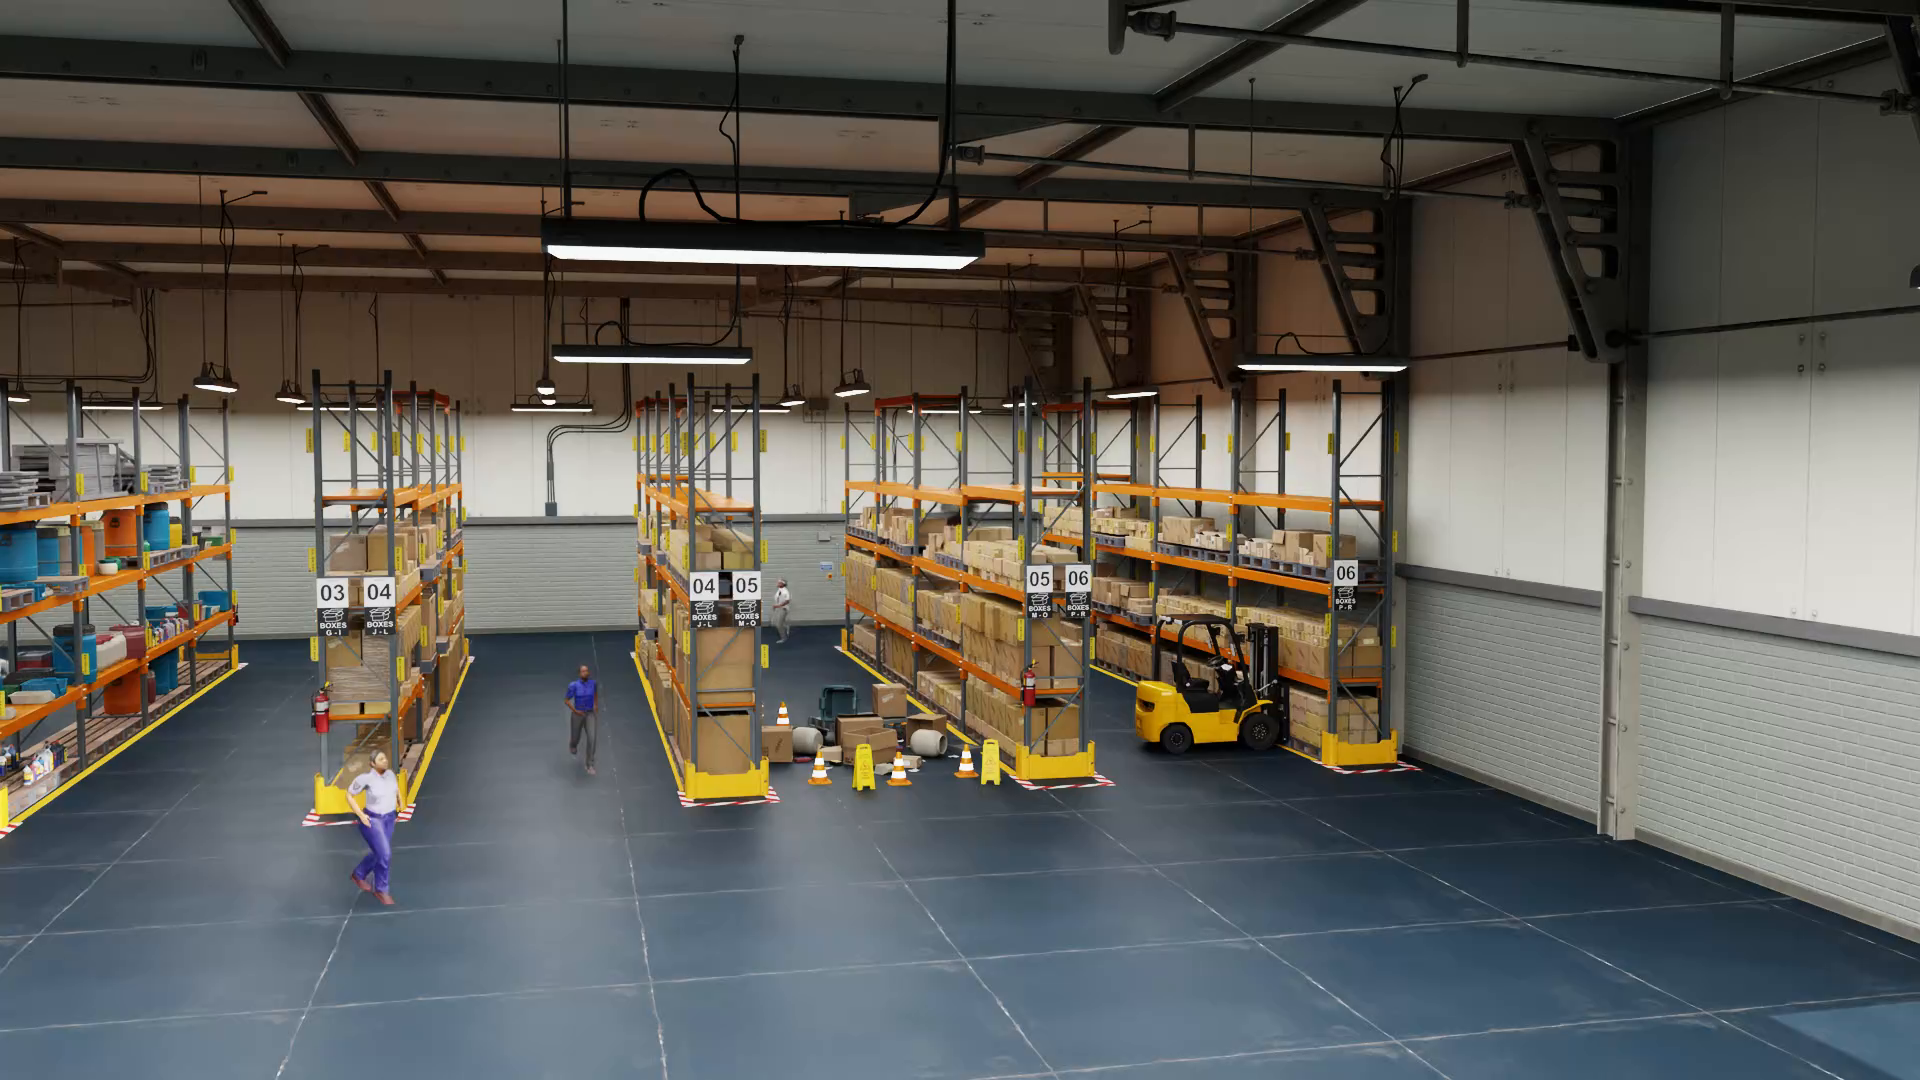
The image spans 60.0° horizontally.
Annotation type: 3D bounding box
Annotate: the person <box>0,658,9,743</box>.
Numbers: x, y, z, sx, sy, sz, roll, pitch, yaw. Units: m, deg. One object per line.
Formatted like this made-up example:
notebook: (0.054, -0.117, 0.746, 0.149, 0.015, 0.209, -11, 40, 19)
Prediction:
person: (-15.842, 2.553, 27.243, 0.679, 1.811, 0.848, -1, 3, -12)

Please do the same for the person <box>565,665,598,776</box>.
person: (-5.798, 2.735, 25.544, 0.549, 1.652, 1.044, -1, 4, -24)

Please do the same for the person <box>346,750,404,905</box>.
person: (-6.438, 3.142, 18.285, 0.731, 1.709, 0.632, 1, 4, 24)

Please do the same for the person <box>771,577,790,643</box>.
person: (-4.498, 1.765, 41.865, 0.558, 1.657, 0.574, -2, 4, -31)
